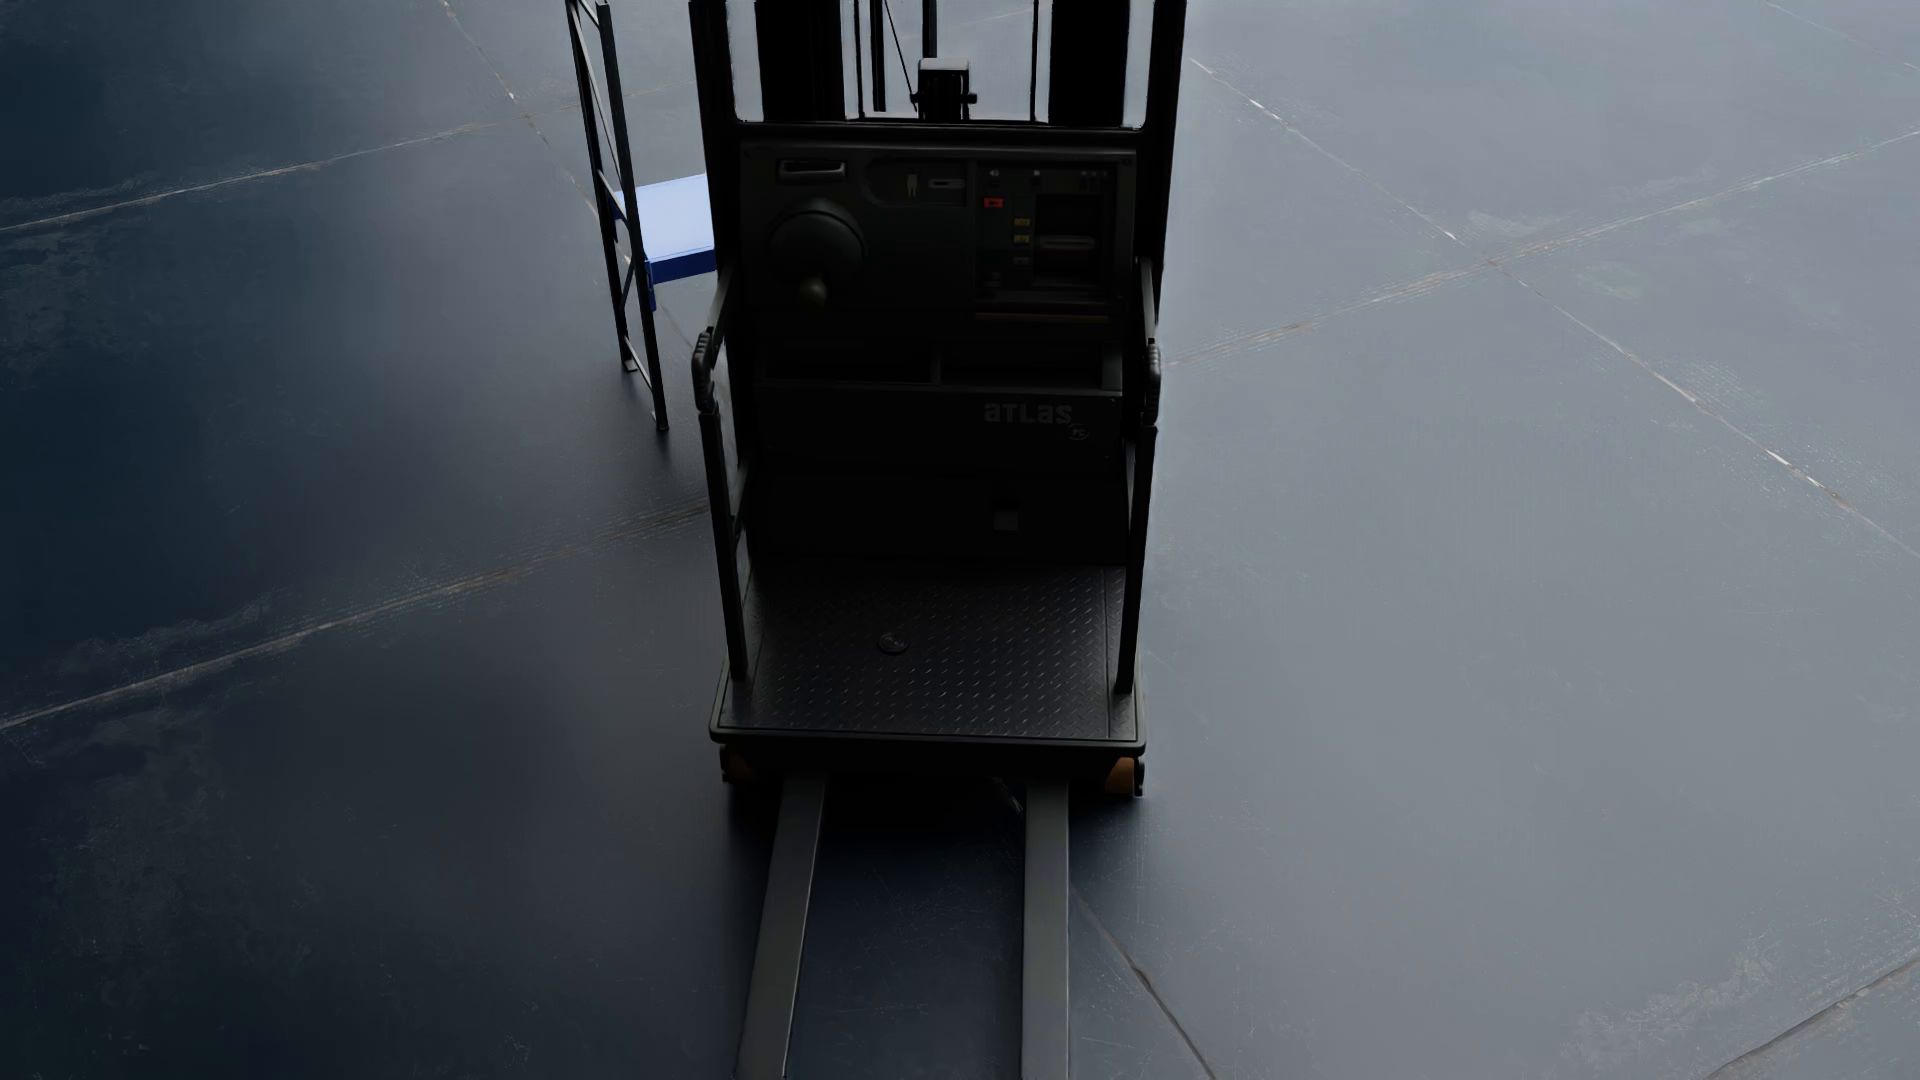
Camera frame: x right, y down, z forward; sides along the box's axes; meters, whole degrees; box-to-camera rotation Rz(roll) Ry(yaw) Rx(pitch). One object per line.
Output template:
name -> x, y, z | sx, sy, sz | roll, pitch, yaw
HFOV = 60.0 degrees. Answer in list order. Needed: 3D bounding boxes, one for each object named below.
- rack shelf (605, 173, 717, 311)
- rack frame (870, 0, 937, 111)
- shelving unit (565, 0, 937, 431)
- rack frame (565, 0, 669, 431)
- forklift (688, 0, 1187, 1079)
rack shelf -> -0.652, -1.094, 5.661 | 1.000, 0.185, 0.538 | -16, 43, -18
rack frame -> -0.189, -1.368, 5.705 | 0.032, 1.500, 0.500 | -16, 43, -18
shelving unit -> -0.652, -1.232, 5.544 | 1.048, 1.500, 0.538 | -16, 43, -18
rack frame -> -1.114, -1.096, 5.384 | 0.032, 1.500, 0.500 | -16, 43, -18
forklift -> -0.062, -0.658, 3.758 | 1.130, 2.935, 3.031 | 2, 40, 2
